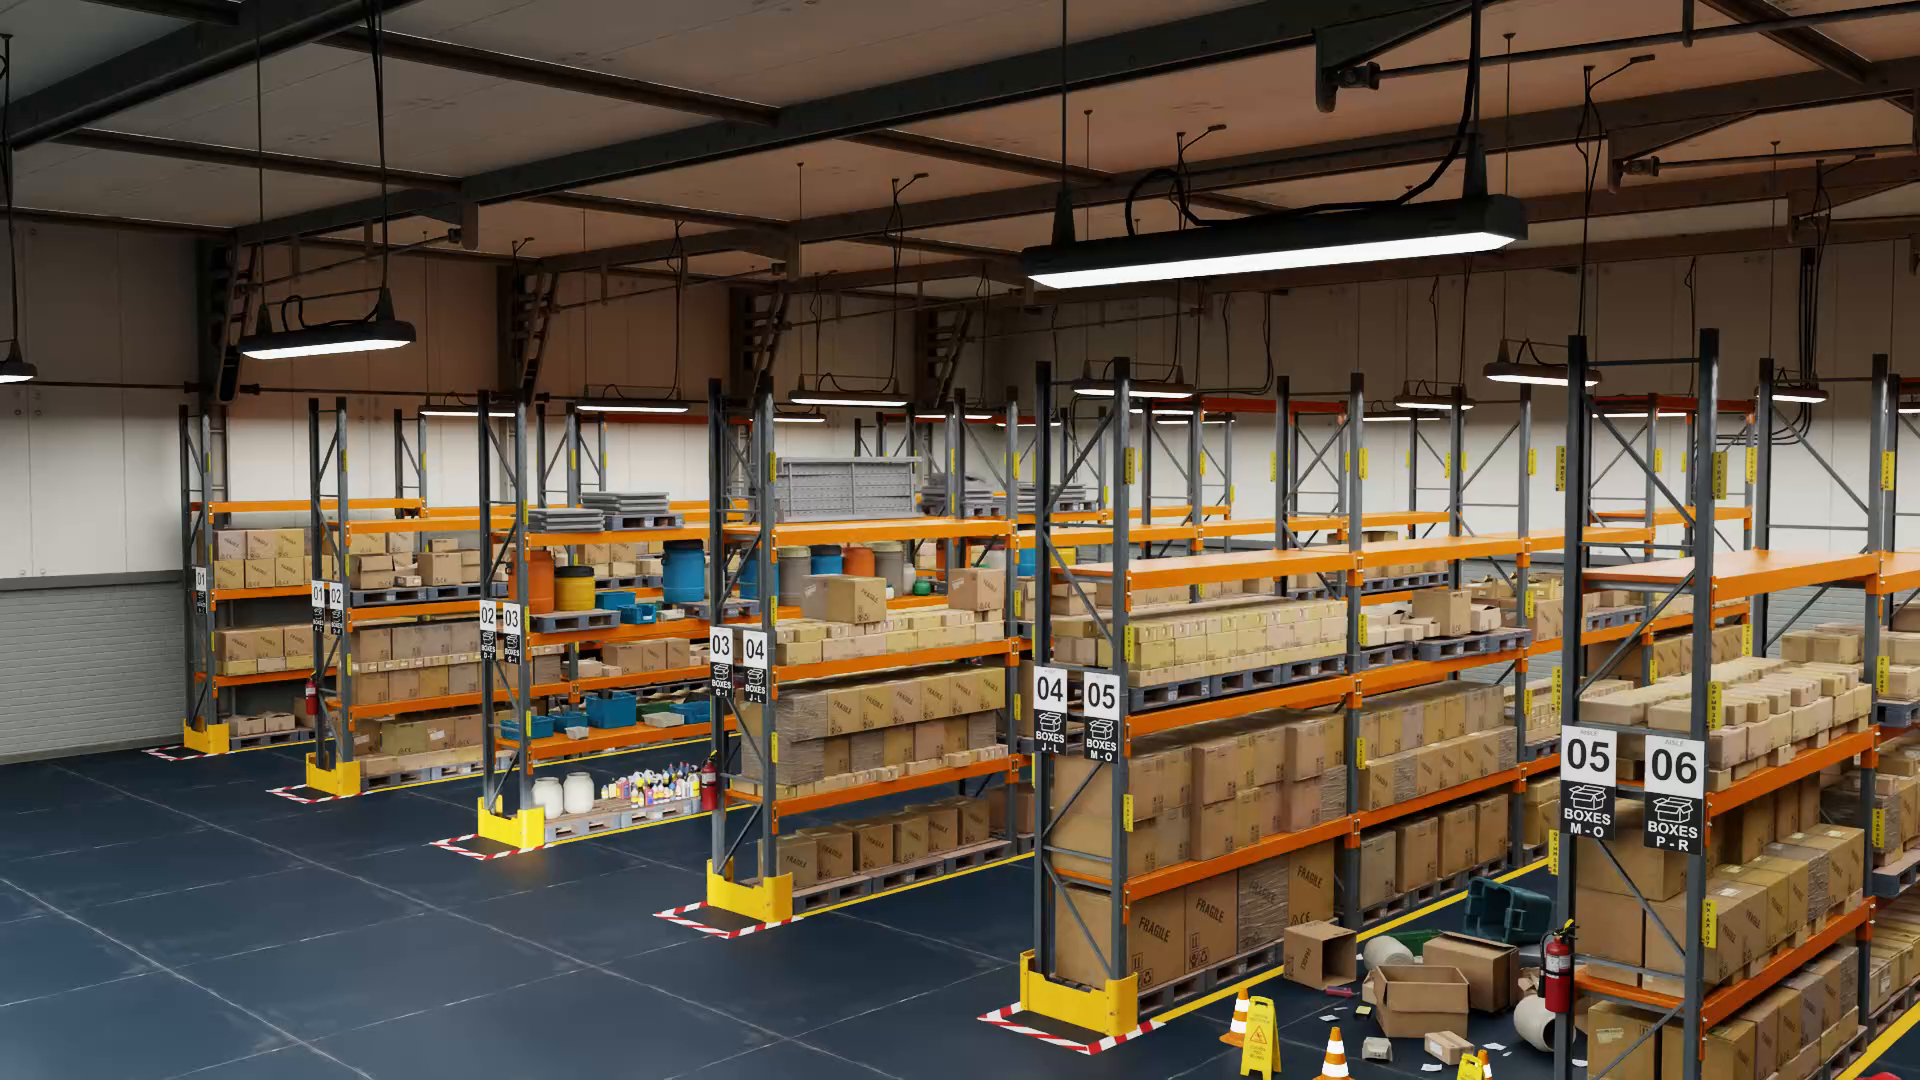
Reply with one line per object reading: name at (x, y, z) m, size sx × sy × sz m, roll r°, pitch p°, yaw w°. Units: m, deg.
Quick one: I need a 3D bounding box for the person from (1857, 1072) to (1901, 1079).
person at (5.066, 3.807, 9.181) m, size 1.087 × 1.748 × 0.497 m, roll 1°, pitch 3°, yaw 25°
